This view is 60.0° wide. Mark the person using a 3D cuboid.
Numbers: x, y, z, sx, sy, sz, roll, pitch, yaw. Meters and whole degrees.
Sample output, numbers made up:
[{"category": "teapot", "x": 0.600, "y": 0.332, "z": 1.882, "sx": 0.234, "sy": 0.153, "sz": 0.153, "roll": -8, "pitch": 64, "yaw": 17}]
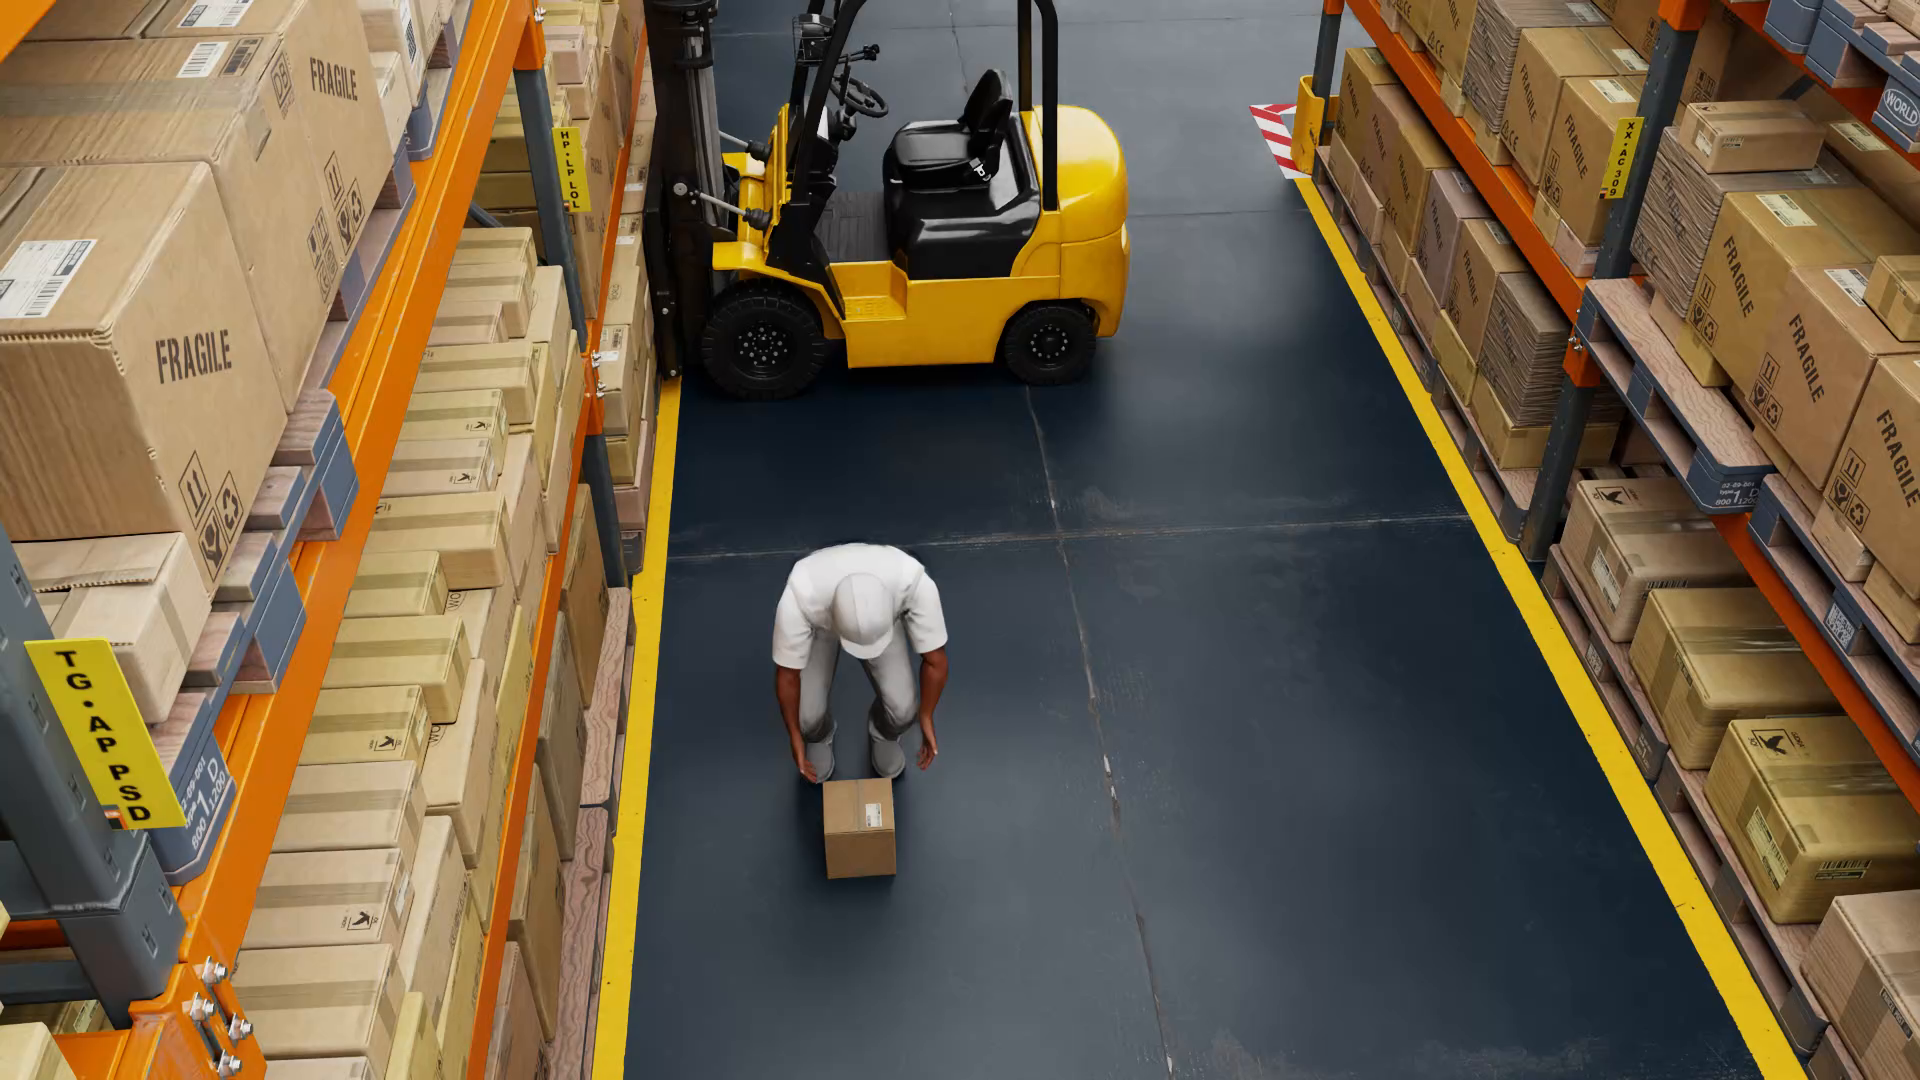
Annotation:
[{"category": "person", "x": -0.359, "y": 0.458, "z": 6.068, "sx": 0.611, "sy": 1.140, "sz": 0.863, "roll": -3, "pitch": 39, "yaw": -4}]
